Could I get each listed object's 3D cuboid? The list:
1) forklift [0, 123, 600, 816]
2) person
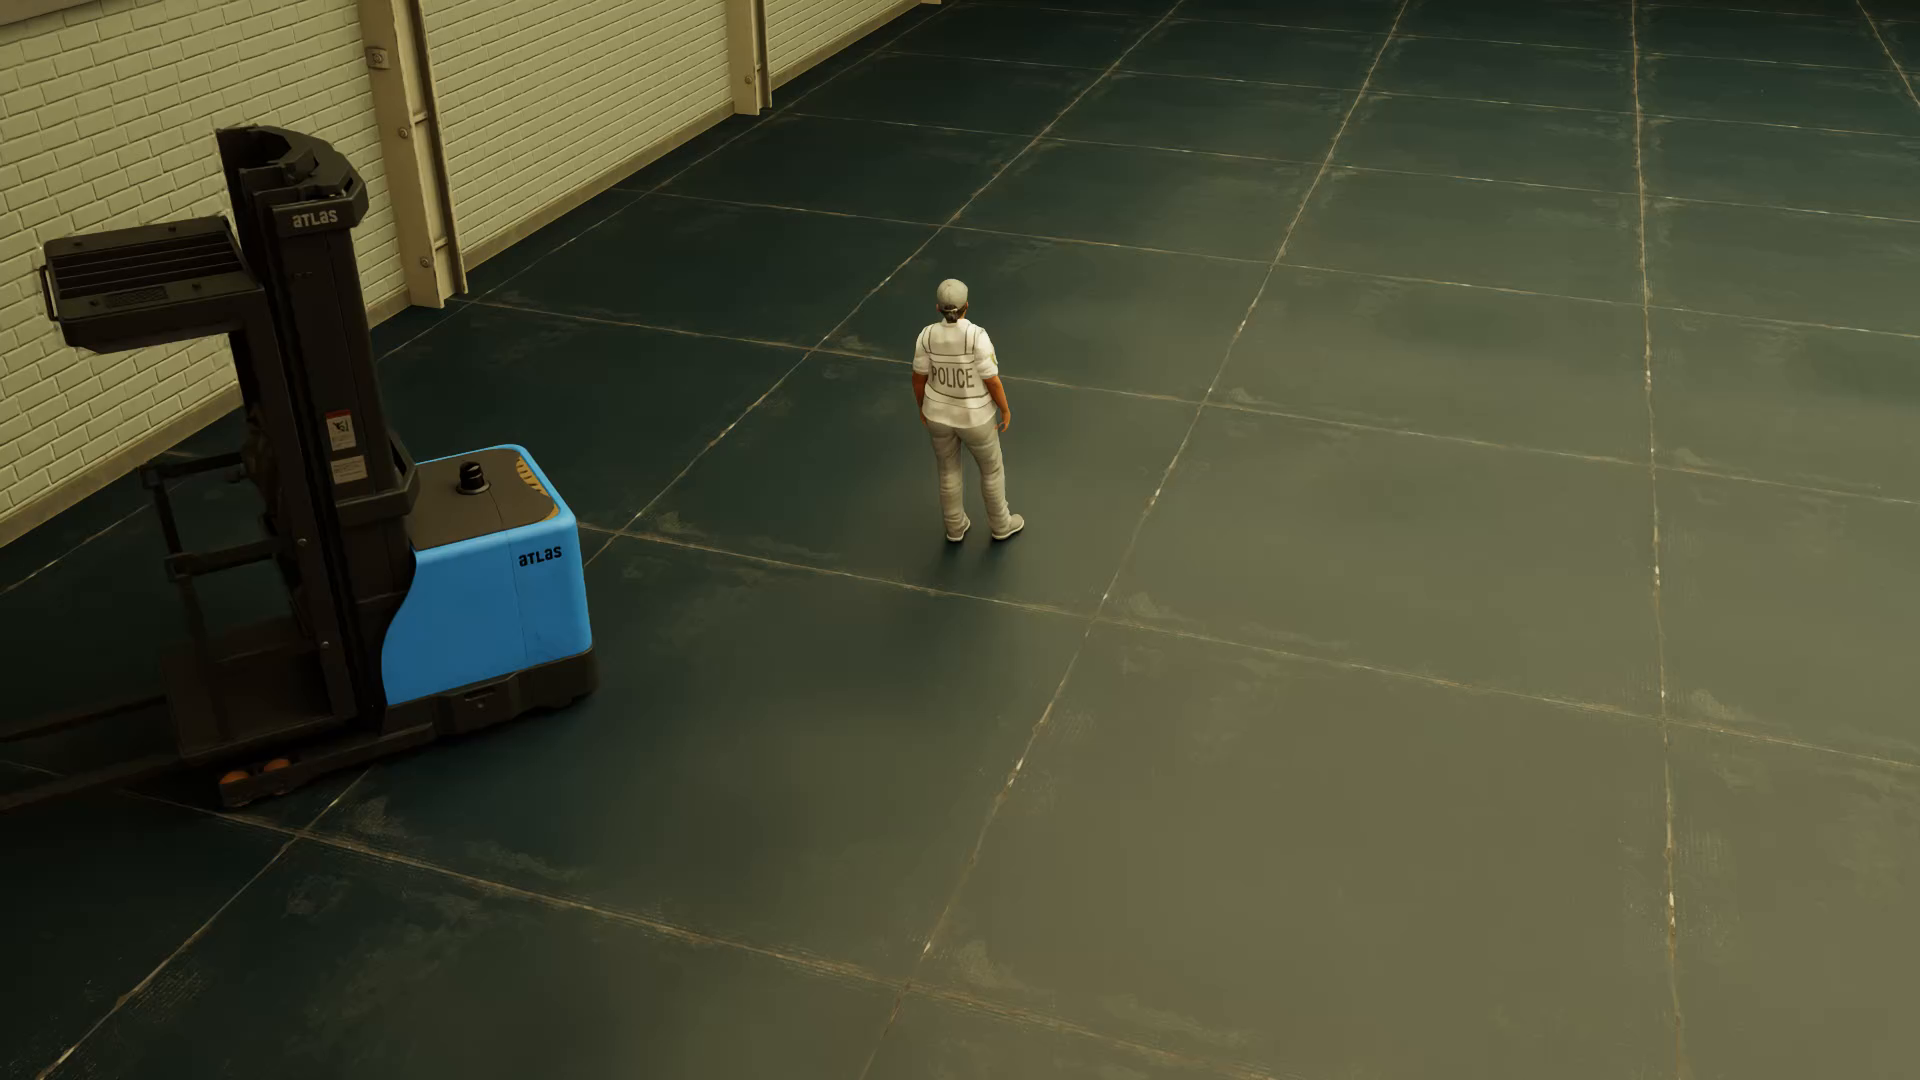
[{"bbox_3d":[-3.414,-0.309,7.679,3.031,2.935,1.130,-15,33,-25],"label":"forklift"},{"bbox_3d":[0.047,-0.762,9.736,0.598,1.670,0.529,10,31,16],"label":"person"}]
